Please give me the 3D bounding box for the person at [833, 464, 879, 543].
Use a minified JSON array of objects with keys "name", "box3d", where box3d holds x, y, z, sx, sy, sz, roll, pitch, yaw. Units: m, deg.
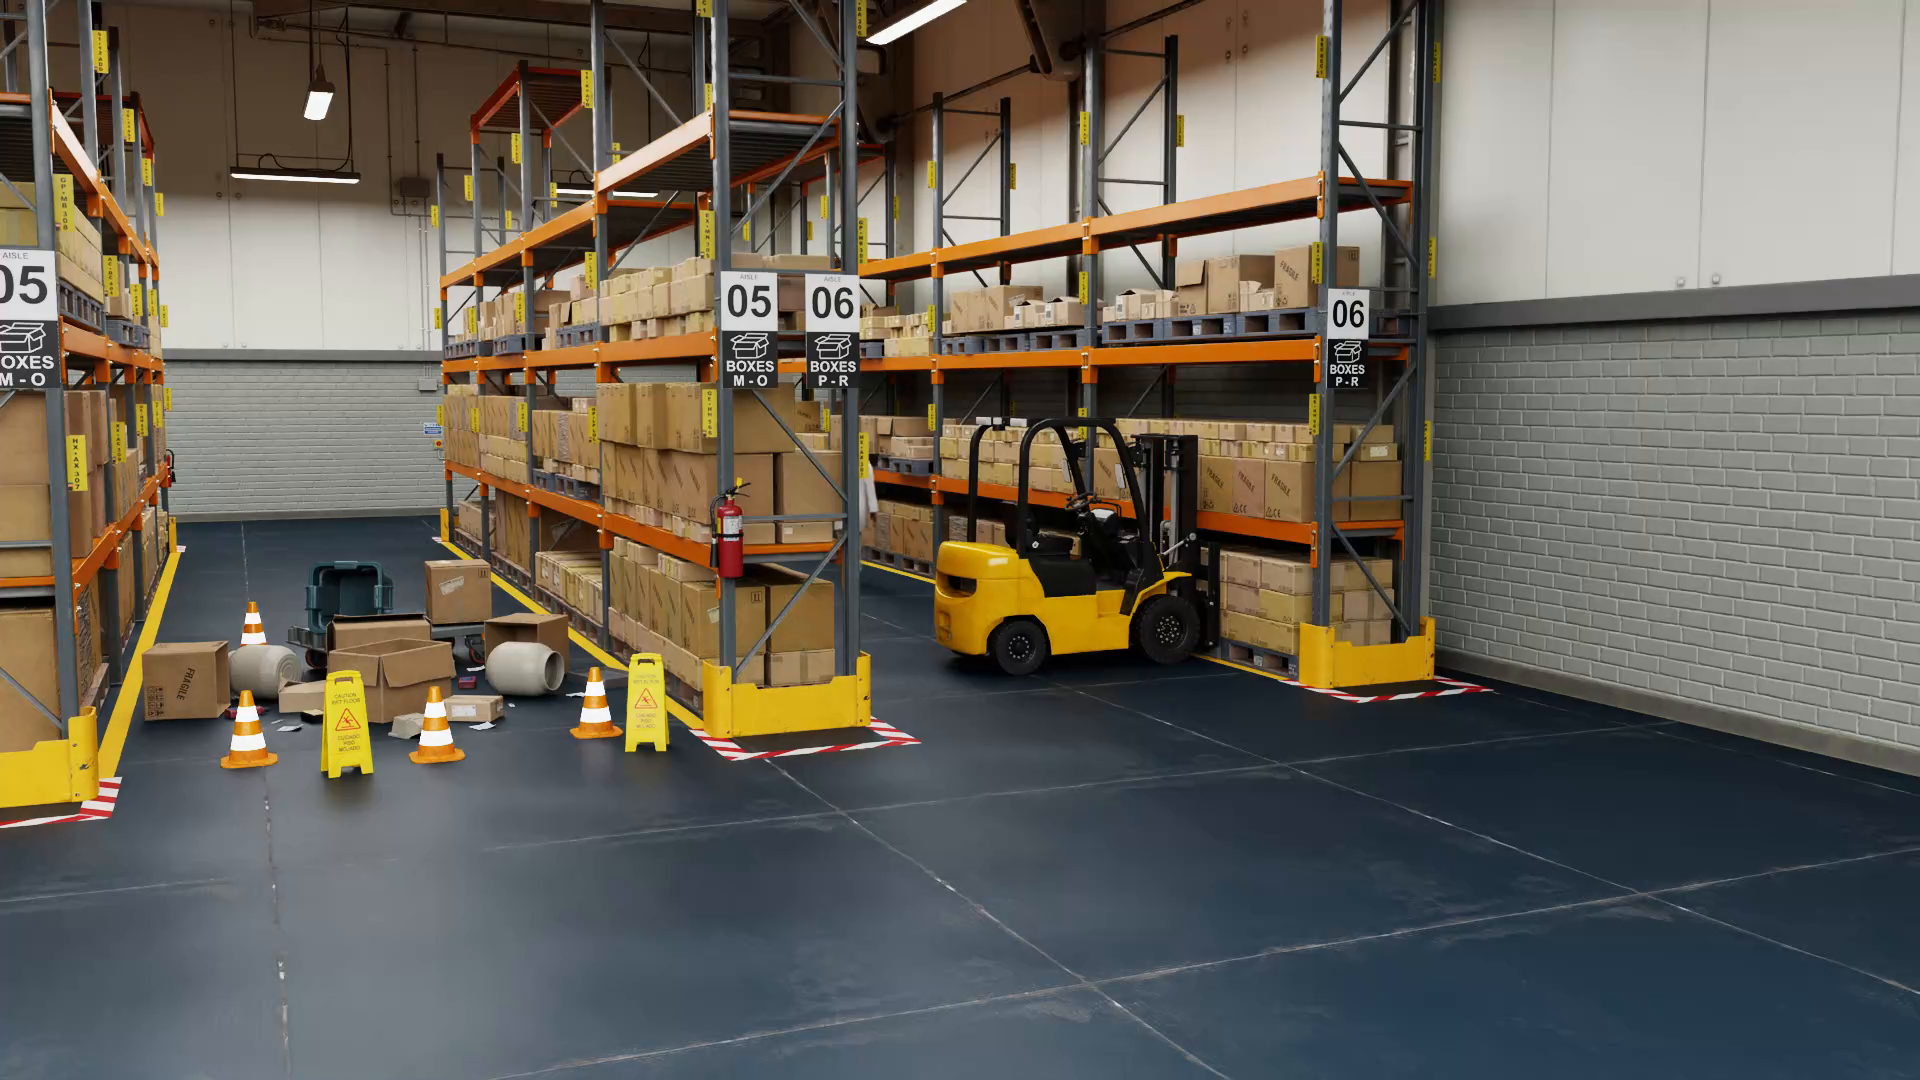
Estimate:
[{"name":"person","box3d":[-1.383,-0.353,20.467,0.624,1.768,0.910,-2,6,-23]}]
